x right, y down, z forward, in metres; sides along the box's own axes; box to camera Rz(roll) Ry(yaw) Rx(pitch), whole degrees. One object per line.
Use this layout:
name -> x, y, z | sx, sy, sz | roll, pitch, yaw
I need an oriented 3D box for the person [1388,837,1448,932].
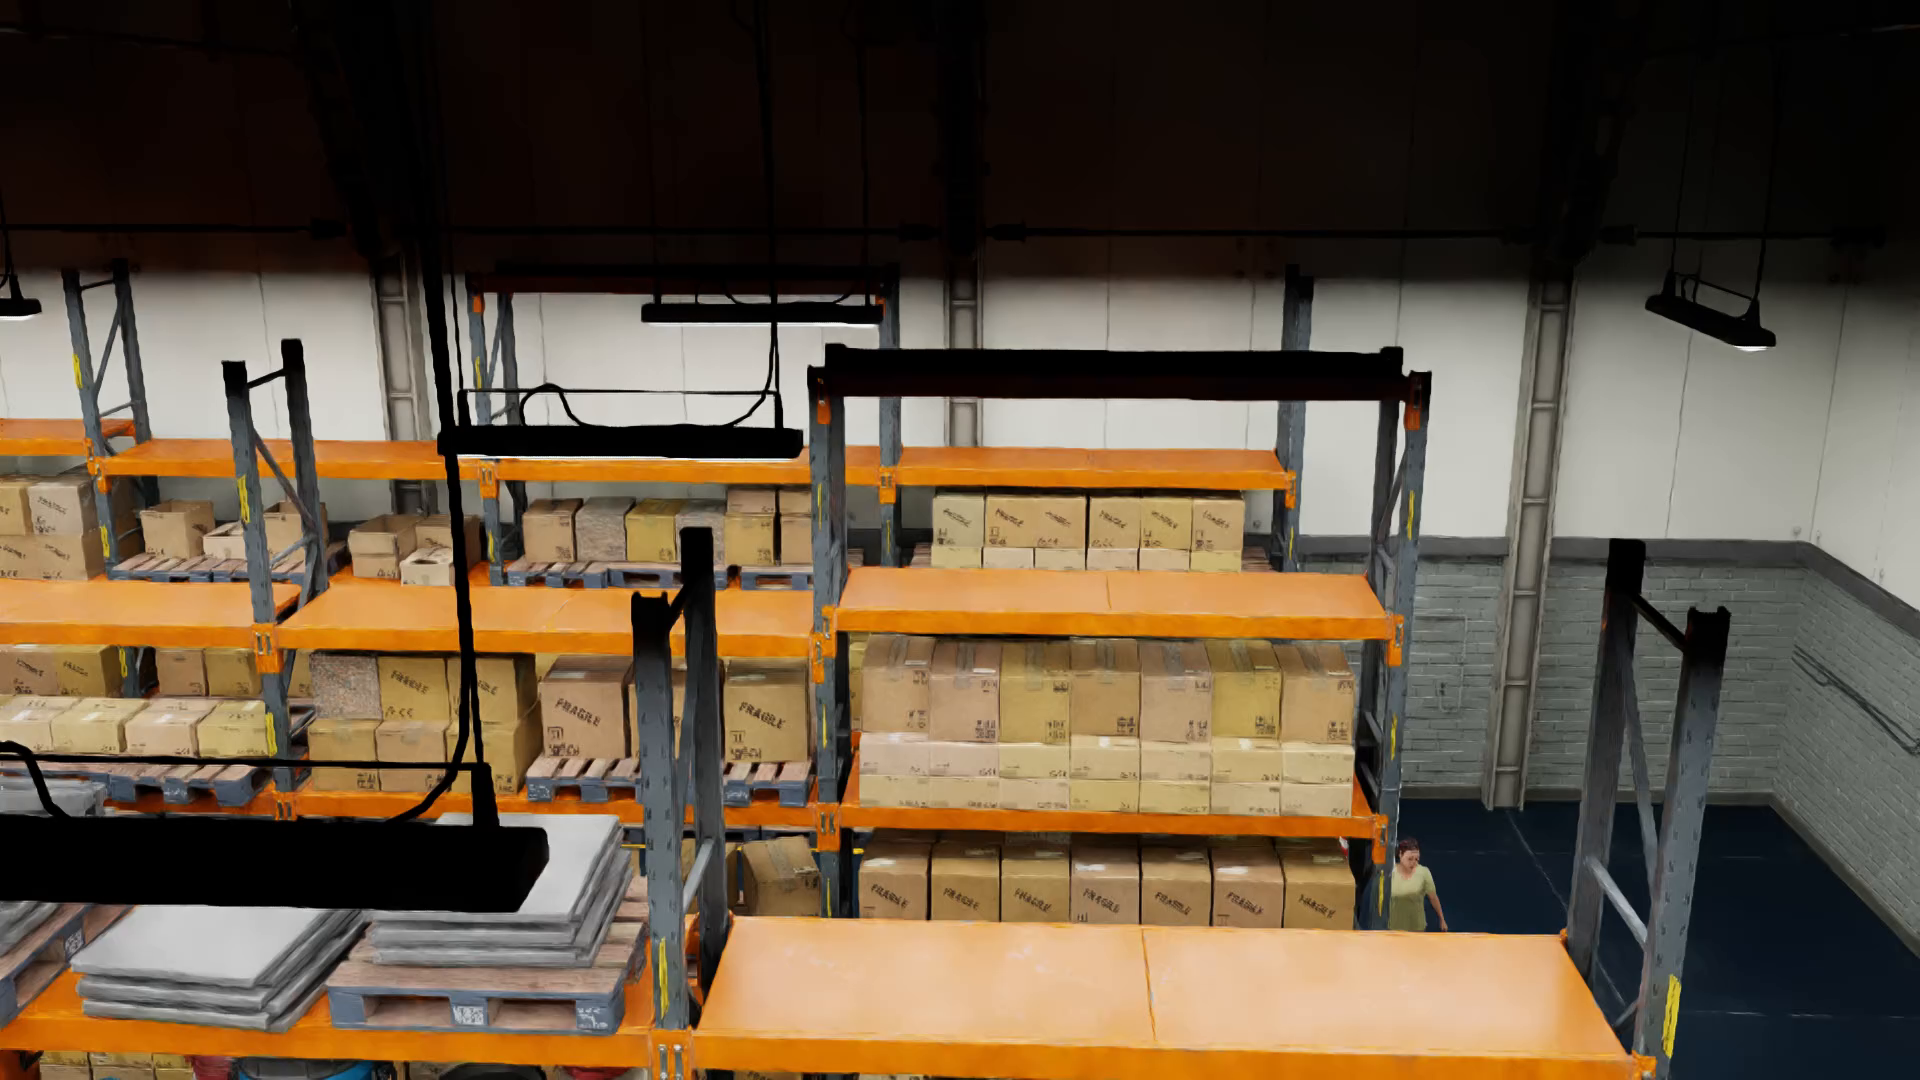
person -> 3.832, 3.310, 14.176 | 0.649, 1.663, 0.589 | 4, 17, 15
